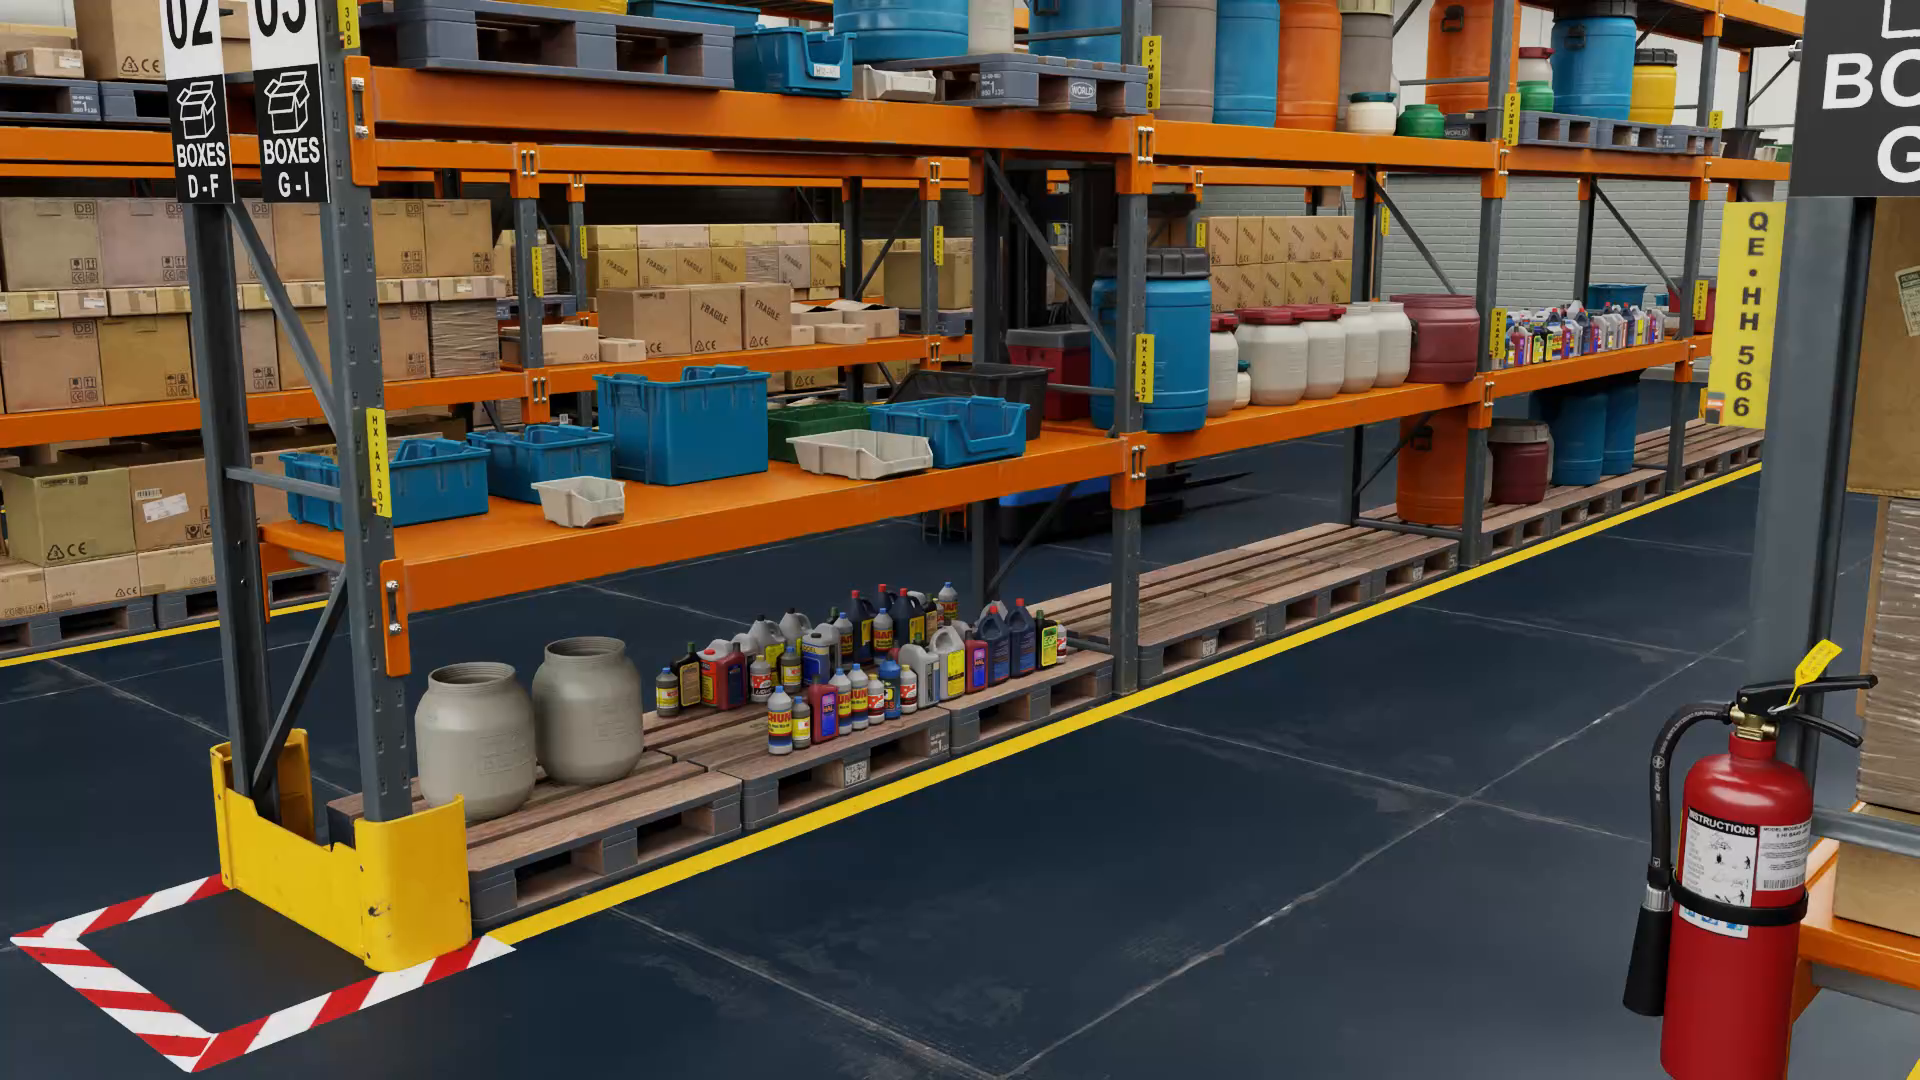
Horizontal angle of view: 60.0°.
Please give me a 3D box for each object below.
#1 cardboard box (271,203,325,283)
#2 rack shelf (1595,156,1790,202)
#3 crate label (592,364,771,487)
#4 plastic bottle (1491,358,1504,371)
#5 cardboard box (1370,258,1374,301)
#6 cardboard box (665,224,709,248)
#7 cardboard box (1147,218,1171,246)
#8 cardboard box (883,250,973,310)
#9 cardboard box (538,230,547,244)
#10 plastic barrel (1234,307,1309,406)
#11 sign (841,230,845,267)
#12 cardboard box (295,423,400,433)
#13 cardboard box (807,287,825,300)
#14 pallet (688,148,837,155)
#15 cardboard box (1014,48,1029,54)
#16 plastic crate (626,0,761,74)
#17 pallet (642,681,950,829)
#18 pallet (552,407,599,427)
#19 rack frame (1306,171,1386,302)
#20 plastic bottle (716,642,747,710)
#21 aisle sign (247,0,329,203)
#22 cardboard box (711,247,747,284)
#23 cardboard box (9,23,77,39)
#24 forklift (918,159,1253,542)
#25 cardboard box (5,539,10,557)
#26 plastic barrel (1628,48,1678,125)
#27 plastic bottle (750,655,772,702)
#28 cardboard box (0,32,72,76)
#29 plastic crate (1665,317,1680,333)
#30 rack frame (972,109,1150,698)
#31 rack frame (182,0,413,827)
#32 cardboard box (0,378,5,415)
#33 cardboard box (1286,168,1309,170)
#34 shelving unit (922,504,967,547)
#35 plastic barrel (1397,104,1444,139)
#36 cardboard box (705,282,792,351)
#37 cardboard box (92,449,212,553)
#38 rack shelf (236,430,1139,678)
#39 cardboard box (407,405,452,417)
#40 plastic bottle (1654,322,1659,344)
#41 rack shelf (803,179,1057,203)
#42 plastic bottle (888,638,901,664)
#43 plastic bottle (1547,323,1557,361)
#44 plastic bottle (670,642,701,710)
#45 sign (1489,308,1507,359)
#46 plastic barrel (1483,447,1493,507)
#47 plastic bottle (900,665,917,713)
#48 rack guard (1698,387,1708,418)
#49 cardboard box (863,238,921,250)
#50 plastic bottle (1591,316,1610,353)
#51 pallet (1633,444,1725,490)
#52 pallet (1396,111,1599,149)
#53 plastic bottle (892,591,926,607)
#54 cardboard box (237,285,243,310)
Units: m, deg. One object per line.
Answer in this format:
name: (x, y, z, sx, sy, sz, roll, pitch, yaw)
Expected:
cardboard box: (-4.193, -1.870, 10.349, 0.700, 0.500, 0.500, 10, 15, 40)
rack shelf: (7.078, -3.348, 15.492, 1.077, 0.370, 4.000, 10, 15, 40)
crate label: (-1.151, -0.493, 6.930, 0.502, 0.435, 0.616, 10, 15, 40)
plastic bottle: (3.646, -1.308, 11.417, 0.152, 0.276, 0.135, 10, 15, 40)
cardboard box: (4.589, -3.113, 19.882, 0.500, 0.500, 0.500, 10, 15, 42)
cardboard box: (-3.150, -3.387, 18.529, 0.500, 0.250, 0.500, 10, 15, 41)
cardboard box: (2.179, -3.223, 17.883, 0.500, 0.500, 0.500, 10, 15, 41)
cardboard box: (-0.270, -2.350, 14.991, 0.700, 0.500, 0.500, 4, 12, 21)
cardboard box: (-4.529, -3.156, 17.319, 0.380, 0.149, 0.250, 7, 14, 33)
plastic barrel: (1.758, -1.045, 9.439, 0.433, 0.535, 0.433, 0, 11, 0)
sign: (-1.015, -2.585, 14.743, 0.100, 0.325, 0.005, 10, 15, 40)
cardboard box: (-4.107, -0.522, 11.201, 0.500, 0.500, 0.500, 10, 15, 40)
cardboard box: (-1.843, -2.976, 20.044, 0.380, 0.149, 0.250, 10, 15, 41)
pallet: (-1.718, -3.090, 12.846, 1.003, 0.211, 1.213, 11, 16, 43)
cardboard box: (0.365, -4.211, 15.172, 0.500, 0.500, 0.500, 10, 15, 40)
plastic crate: (-1.131, -1.952, 6.710, 0.392, 0.384, 0.575, 10, 15, 40)
pallet: (-0.803, 0.883, 7.252, 1.003, 0.211, 1.213, 10, 15, 40)
pallet: (-3.747, -1.366, 18.514, 1.003, 0.211, 1.213, 10, 15, 40)
rack frame: (4.680, -3.165, 20.398, 1.000, 3.000, 0.127, 10, 15, 40)
plastic bottle: (-1.013, 0.600, 7.362, 0.061, 0.283, 0.133, 10, 15, 40)
aisle sign: (-1.991, -1.396, 4.905, 0.394, 0.787, 0.004, 10, 15, 40)
cardboard box: (-2.792, -3.097, 18.993, 0.500, 0.500, 0.500, 10, 15, 42)
cardboard box: (-7.448, -3.868, 13.401, 0.500, 0.500, 0.500, 11, 16, 43)
forklift: (1.112, -1.636, 12.920, 3.031, 2.935, 1.130, -10, 15, -41)
cardboard box: (-5.429, 0.140, 9.802, 0.500, 0.250, 0.500, 10, 15, 40)
plastic barrel: (5.308, -3.544, 13.085, 0.600, 0.588, 0.600, 0, 11, 0)
plastic bottle: (-0.896, 0.619, 7.473, 0.097, 0.201, 0.097, 0, 11, 0)
cardboard box: (-5.320, -2.686, 9.297, 0.500, 0.250, 0.500, 10, 15, 40)
plastic crate: (6.173, -1.885, 14.512, 0.396, 0.136, 0.243, 10, 15, 40)
rack frame: (0.477, -0.758, 8.349, 1.000, 3.000, 0.127, 10, 15, 40)
rack frame: (-2.163, -0.170, 5.403, 1.000, 3.000, 0.127, 10, 15, 40)
cardboard box: (-5.564, -0.927, 8.937, 0.700, 0.500, 0.500, 10, 15, 40)
cardboard box: (3.538, -4.234, 18.474, 0.500, 0.250, 0.500, 10, 15, 40)
shelving unit: (-0.112, -0.498, 12.023, 0.252, 1.050, 0.215, -10, 15, -41)
plastic barrel: (2.993, -2.699, 10.802, 0.294, 0.245, 0.294, 0, 11, 0)
cardboard box: (-1.696, -1.788, 13.248, 0.500, 0.500, 0.500, 9, 14, 37)
cardboard box: (-4.711, -0.235, 9.764, 0.500, 0.500, 0.500, 10, 15, 40)
rack shelf: (-0.843, -0.111, 6.946, 1.077, 0.370, 4.000, 10, 15, 40)
cardboard box: (-5.494, -1.367, 16.658, 0.700, 0.500, 0.500, 10, 15, 40)
plastic bottle: (5.685, -1.717, 13.659, 0.097, 0.201, 0.097, 0, 11, 0)
rack shelf: (-0.364, -4.629, 21.905, 1.077, 0.370, 4.000, 10, 15, 40)
plastic bottle: (-0.262, 0.576, 7.483, 0.061, 0.283, 0.133, 10, 15, 40)
plastic bottle: (4.289, -1.441, 12.094, 0.097, 0.271, 0.097, 0, 11, 0)
plastic bottle: (-1.217, 0.600, 7.360, 0.061, 0.283, 0.133, 10, 15, 42)
sign: (3.536, -1.357, 10.929, 0.100, 0.325, 0.005, 10, 15, 40)
plastic barrel: (3.733, -0.501, 12.343, 0.421, 0.512, 0.421, 0, 11, 0)
plastic bottle: (-0.239, 0.650, 7.318, 0.097, 0.201, 0.097, 0, 11, 0)
rack guard: (8.405, -1.303, 17.459, 1.175, 0.500, 0.348, 10, 15, 40)
cardboard box: (-0.828, -3.548, 21.549, 0.980, 0.700, 0.700, 9, 15, 39)
plastic bottle: (4.925, -1.593, 12.844, 0.152, 0.276, 0.135, 10, 15, 40)
pallet: (6.214, -0.681, 15.082, 1.003, 0.211, 1.213, 10, 15, 40)
pallet: (3.696, -2.825, 11.520, 1.003, 0.211, 1.213, 10, 15, 40)
plastic bottle: (-0.255, 0.403, 8.366, 0.152, 0.276, 0.135, 10, 15, 42)
cardboard box: (-4.446, -1.434, 9.820, 0.380, 0.149, 0.250, 10, 15, 41)
